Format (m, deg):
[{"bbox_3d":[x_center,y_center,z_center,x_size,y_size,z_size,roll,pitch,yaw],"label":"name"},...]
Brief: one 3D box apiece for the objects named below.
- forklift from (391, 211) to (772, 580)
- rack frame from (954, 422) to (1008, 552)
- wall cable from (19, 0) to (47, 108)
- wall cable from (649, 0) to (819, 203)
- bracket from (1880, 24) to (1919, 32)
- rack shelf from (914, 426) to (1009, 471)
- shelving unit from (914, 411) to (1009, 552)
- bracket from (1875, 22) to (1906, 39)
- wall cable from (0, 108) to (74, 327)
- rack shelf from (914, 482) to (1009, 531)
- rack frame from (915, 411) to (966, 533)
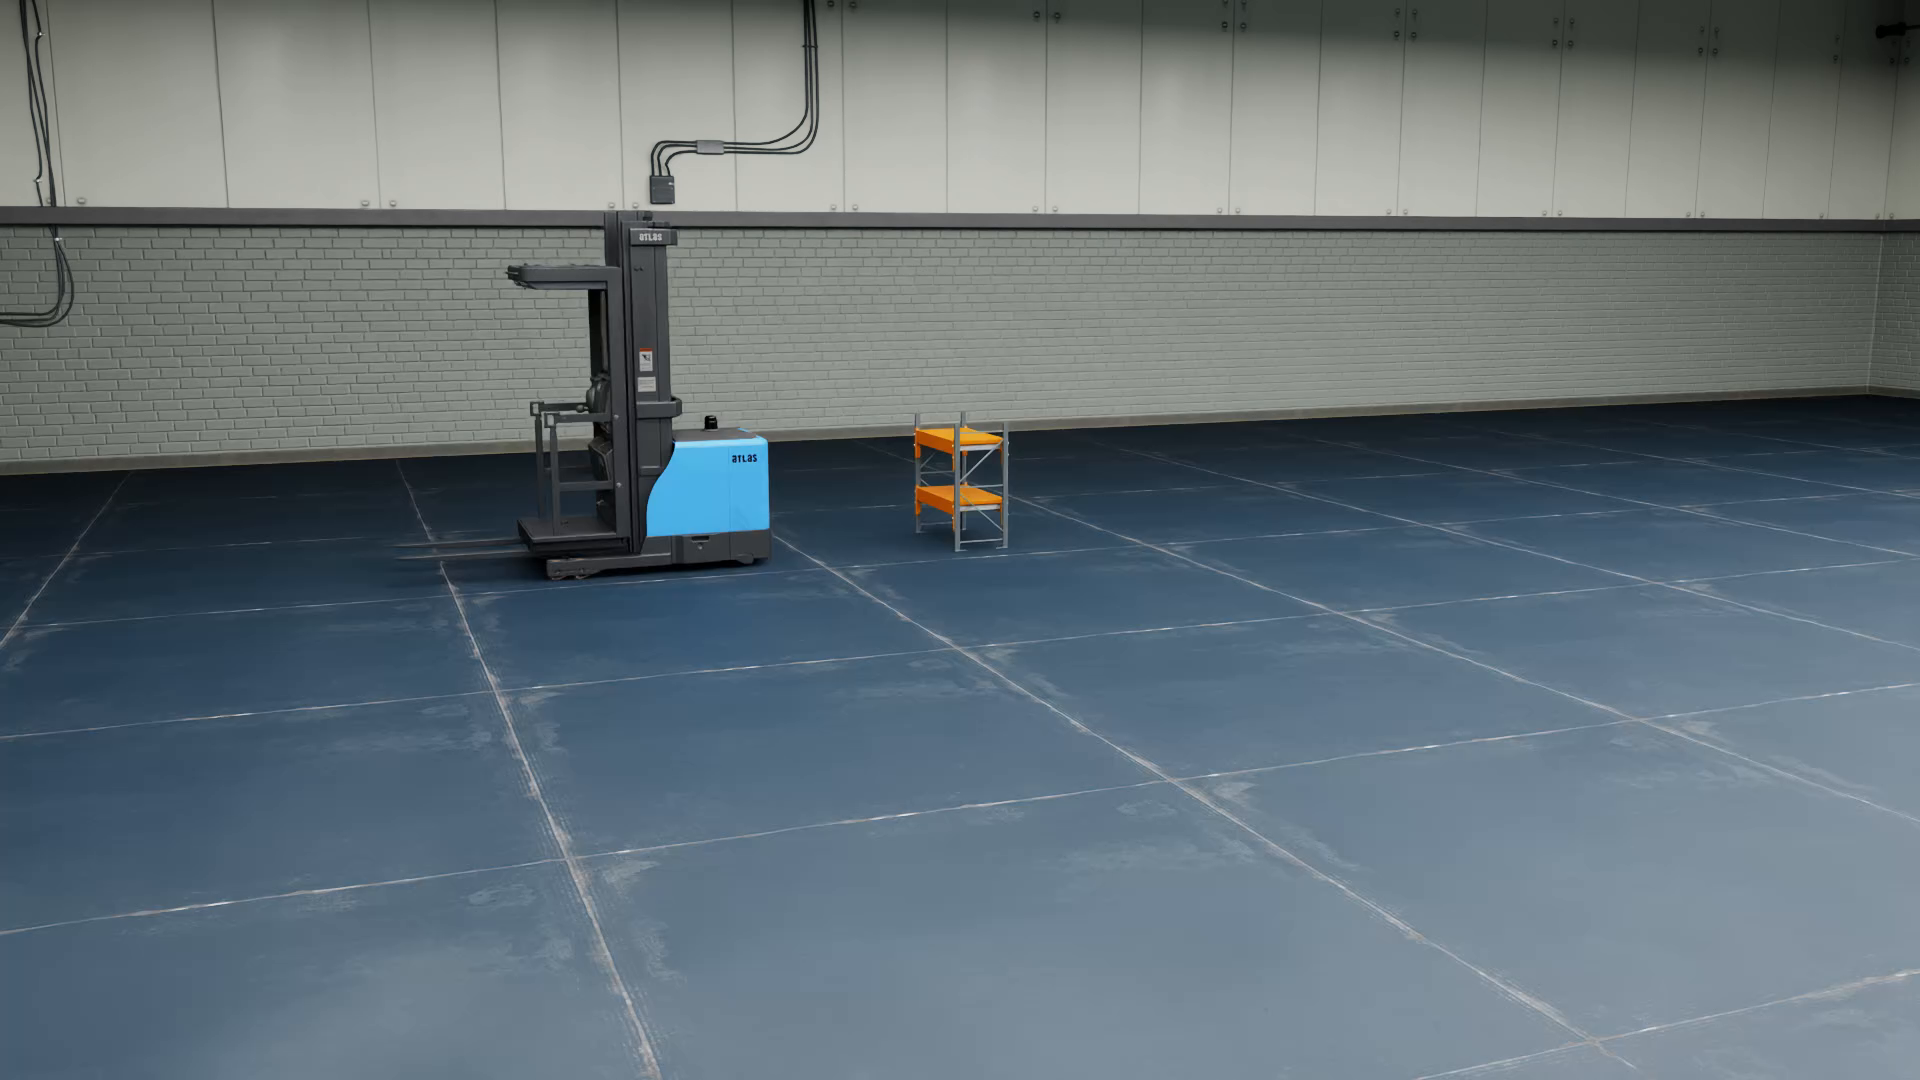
[{"bbox_3d":[-3.169,-1.221,13.743,3.031,2.935,1.130,-4,11,-20],"label":"forklift"},{"bbox_3d":[0.187,-0.470,14.679,0.500,1.125,0.032,-4,11,-21],"label":"rack frame"},{"bbox_3d":[-9.282,-6.275,19.279,3.097,2.526,0.112,-4,11,-21],"label":"wall cable"},{"bbox_3d":[-2.949,-7.420,21.558,2.305,6.003,0.169,-4,11,-21],"label":"wall cable"},{"bbox_3d":[16.265,-8.688,28.119,0.076,0.066,3.189,-4,11,-21],"label":"bracket"},{"bbox_3d":[0.002,-0.841,15.094,0.538,0.278,1.000,-4,11,-21],"label":"rack shelf"},{"bbox_3d":[0.002,-0.553,15.145,0.538,1.125,1.048,-4,11,-21],"label":"shelving unit"},{"bbox_3d":[16.051,-8.784,28.661,0.235,0.232,0.430,-4,11,-21],"label":"bracket"},{"bbox_3d":[-11.803,-3.617,18.756,3.097,2.526,0.112,-4,11,-21],"label":"wall cable"},{"bbox_3d":[0.002,-0.312,15.188,0.538,0.278,1.000,-4,11,-21],"label":"rack shelf"},{"bbox_3d":[-0.182,-0.636,15.612,0.500,1.125,0.032,-4,11,-21],"label":"rack frame"}]
